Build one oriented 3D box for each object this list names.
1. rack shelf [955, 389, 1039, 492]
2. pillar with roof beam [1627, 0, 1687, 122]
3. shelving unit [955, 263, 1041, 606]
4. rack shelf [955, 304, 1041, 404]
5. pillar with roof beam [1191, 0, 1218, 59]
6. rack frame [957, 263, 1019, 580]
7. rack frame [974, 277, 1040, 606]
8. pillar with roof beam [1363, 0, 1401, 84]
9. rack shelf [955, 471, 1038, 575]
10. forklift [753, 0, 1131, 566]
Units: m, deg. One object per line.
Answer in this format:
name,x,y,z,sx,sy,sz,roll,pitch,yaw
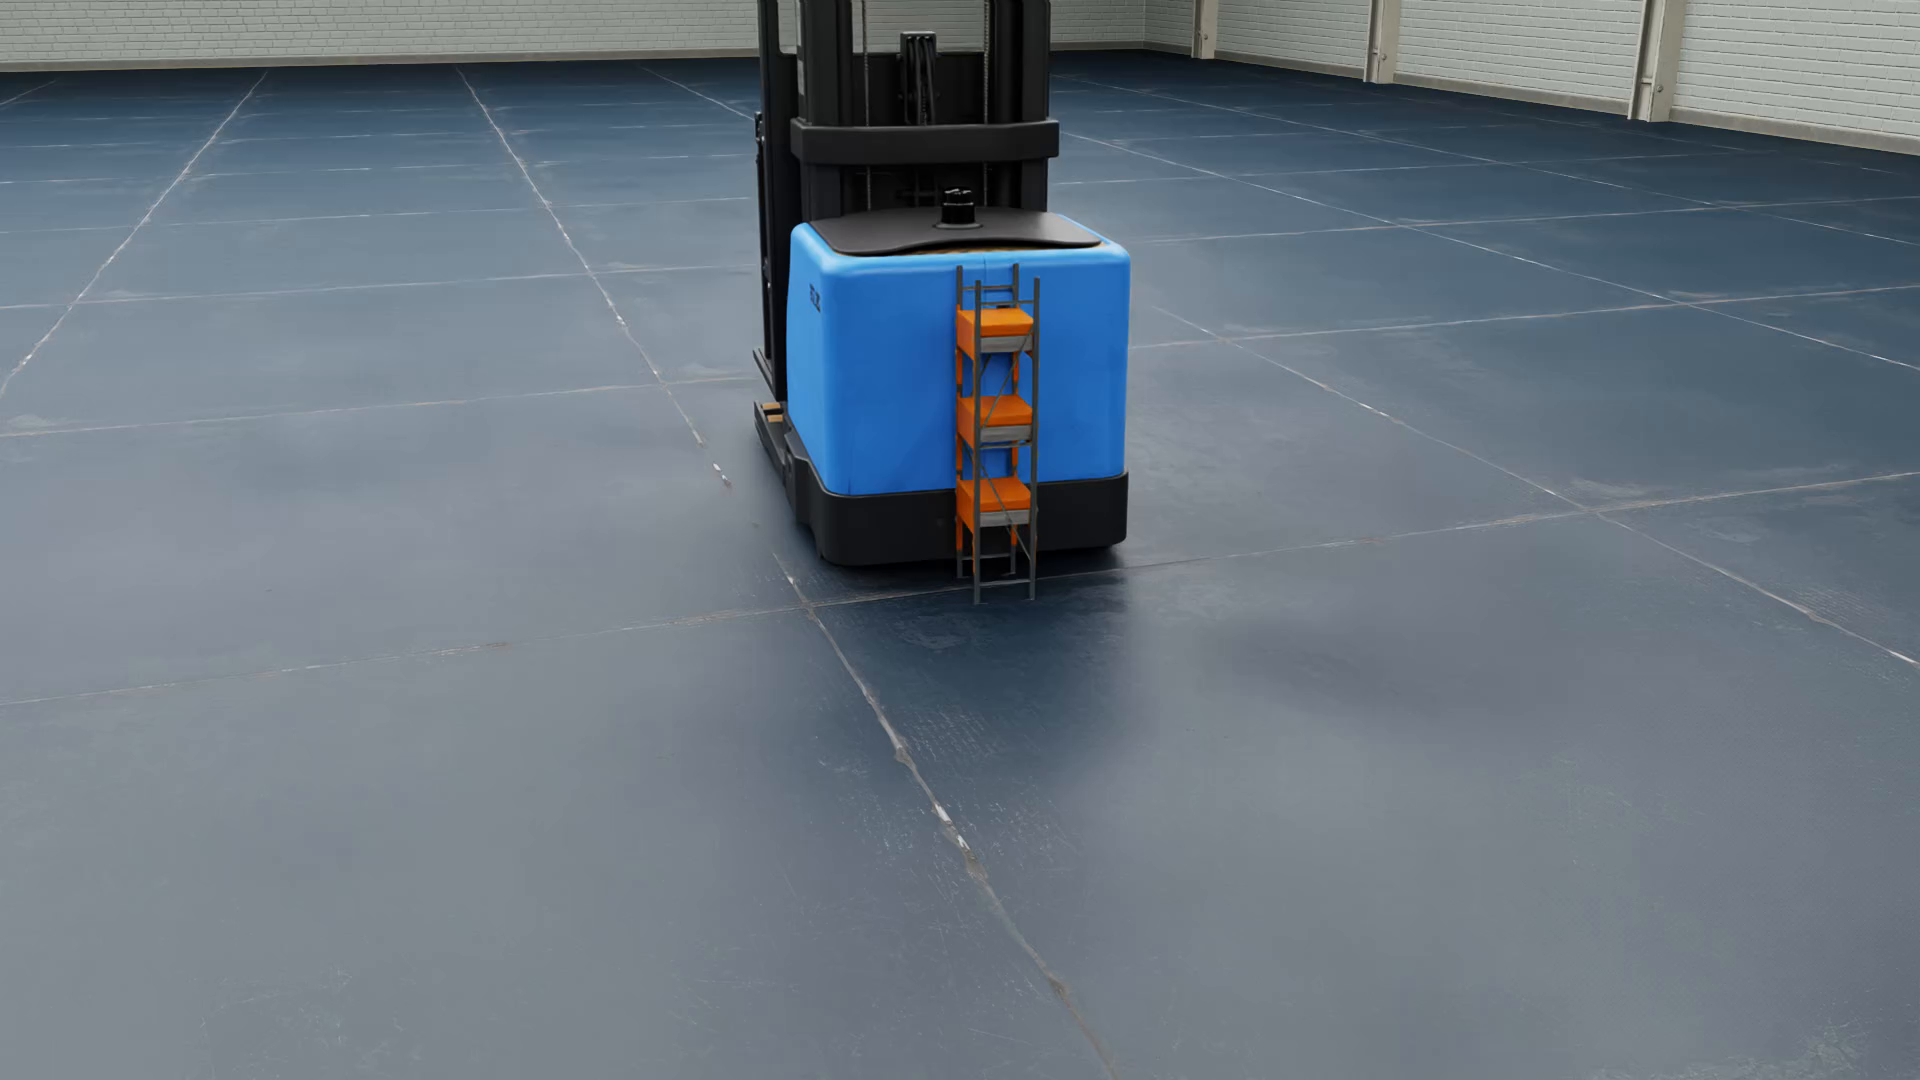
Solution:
rack shelf,0.115,-0.321,5.287,0.215,0.259,0.240,-4,20,-12
pillar with roof beam,4.173,-8.815,17.148,9.100,9.000,0.400,-6,21,-17
shelving unit,0.115,-0.330,5.284,0.215,1.050,0.252,-4,20,-12
rack shelf,0.115,-0.588,5.191,0.215,0.259,0.240,-4,20,-12
pillar with roof beam,0.402,-12.666,27.869,9.100,9.000,0.400,-6,21,-17
rack frame,0.088,-0.371,5.395,0.200,1.050,0.008,-4,20,-12
rack frame,0.143,-0.290,5.172,0.200,1.050,0.008,-4,20,-12
pillar with roof beam,2.287,-10.741,22.508,9.100,9.000,0.400,-6,21,-17
rack shelf,0.115,-0.059,5.381,0.215,0.259,0.240,-4,20,-12
forklift,-0.258,-1.757,6.473,1.130,2.935,3.031,-4,20,-12
